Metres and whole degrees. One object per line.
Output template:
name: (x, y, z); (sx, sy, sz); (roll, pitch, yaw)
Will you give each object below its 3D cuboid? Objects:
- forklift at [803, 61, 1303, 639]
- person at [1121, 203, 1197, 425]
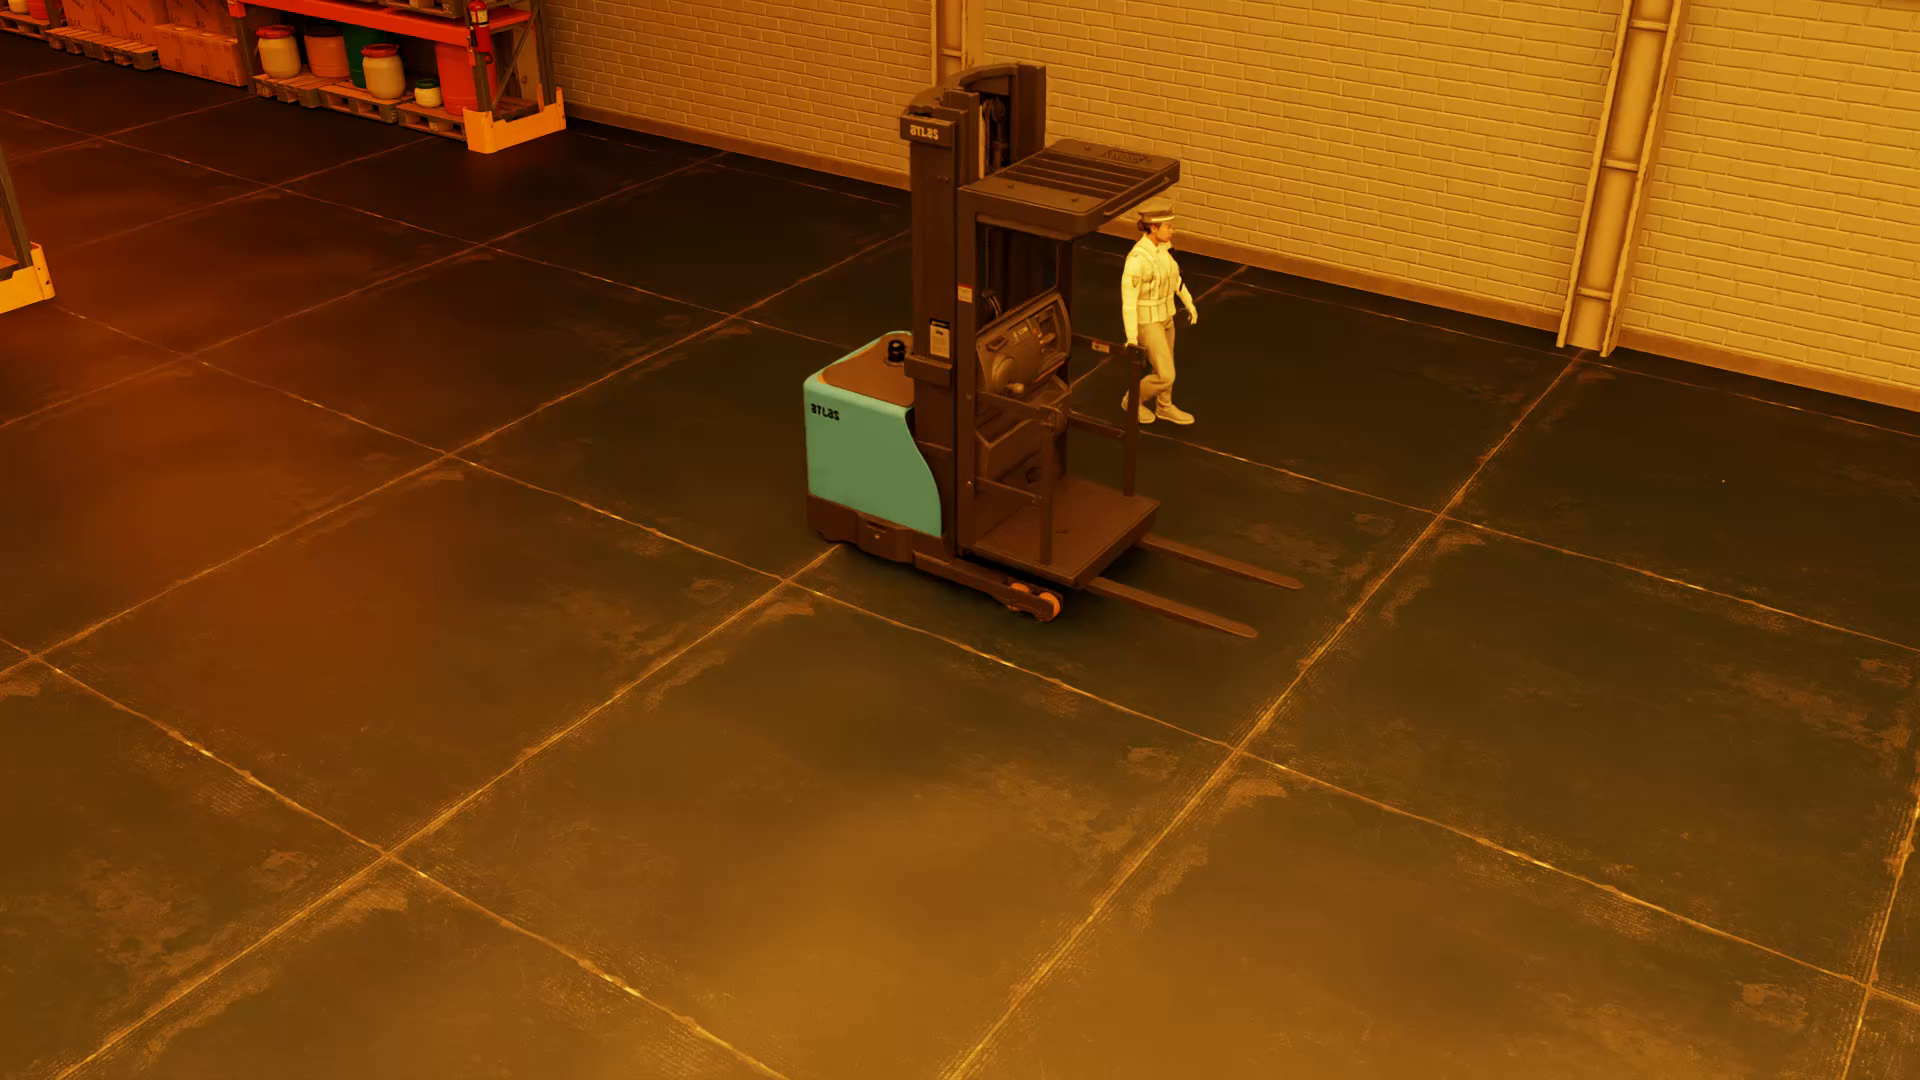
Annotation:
forklift: (0.541, -1.097, 9.471); (3.031, 2.935, 1.130); (19, 35, 29)
person: (1.352, -1.464, 11.214); (0.439, 1.665, 0.707); (20, 35, 30)
